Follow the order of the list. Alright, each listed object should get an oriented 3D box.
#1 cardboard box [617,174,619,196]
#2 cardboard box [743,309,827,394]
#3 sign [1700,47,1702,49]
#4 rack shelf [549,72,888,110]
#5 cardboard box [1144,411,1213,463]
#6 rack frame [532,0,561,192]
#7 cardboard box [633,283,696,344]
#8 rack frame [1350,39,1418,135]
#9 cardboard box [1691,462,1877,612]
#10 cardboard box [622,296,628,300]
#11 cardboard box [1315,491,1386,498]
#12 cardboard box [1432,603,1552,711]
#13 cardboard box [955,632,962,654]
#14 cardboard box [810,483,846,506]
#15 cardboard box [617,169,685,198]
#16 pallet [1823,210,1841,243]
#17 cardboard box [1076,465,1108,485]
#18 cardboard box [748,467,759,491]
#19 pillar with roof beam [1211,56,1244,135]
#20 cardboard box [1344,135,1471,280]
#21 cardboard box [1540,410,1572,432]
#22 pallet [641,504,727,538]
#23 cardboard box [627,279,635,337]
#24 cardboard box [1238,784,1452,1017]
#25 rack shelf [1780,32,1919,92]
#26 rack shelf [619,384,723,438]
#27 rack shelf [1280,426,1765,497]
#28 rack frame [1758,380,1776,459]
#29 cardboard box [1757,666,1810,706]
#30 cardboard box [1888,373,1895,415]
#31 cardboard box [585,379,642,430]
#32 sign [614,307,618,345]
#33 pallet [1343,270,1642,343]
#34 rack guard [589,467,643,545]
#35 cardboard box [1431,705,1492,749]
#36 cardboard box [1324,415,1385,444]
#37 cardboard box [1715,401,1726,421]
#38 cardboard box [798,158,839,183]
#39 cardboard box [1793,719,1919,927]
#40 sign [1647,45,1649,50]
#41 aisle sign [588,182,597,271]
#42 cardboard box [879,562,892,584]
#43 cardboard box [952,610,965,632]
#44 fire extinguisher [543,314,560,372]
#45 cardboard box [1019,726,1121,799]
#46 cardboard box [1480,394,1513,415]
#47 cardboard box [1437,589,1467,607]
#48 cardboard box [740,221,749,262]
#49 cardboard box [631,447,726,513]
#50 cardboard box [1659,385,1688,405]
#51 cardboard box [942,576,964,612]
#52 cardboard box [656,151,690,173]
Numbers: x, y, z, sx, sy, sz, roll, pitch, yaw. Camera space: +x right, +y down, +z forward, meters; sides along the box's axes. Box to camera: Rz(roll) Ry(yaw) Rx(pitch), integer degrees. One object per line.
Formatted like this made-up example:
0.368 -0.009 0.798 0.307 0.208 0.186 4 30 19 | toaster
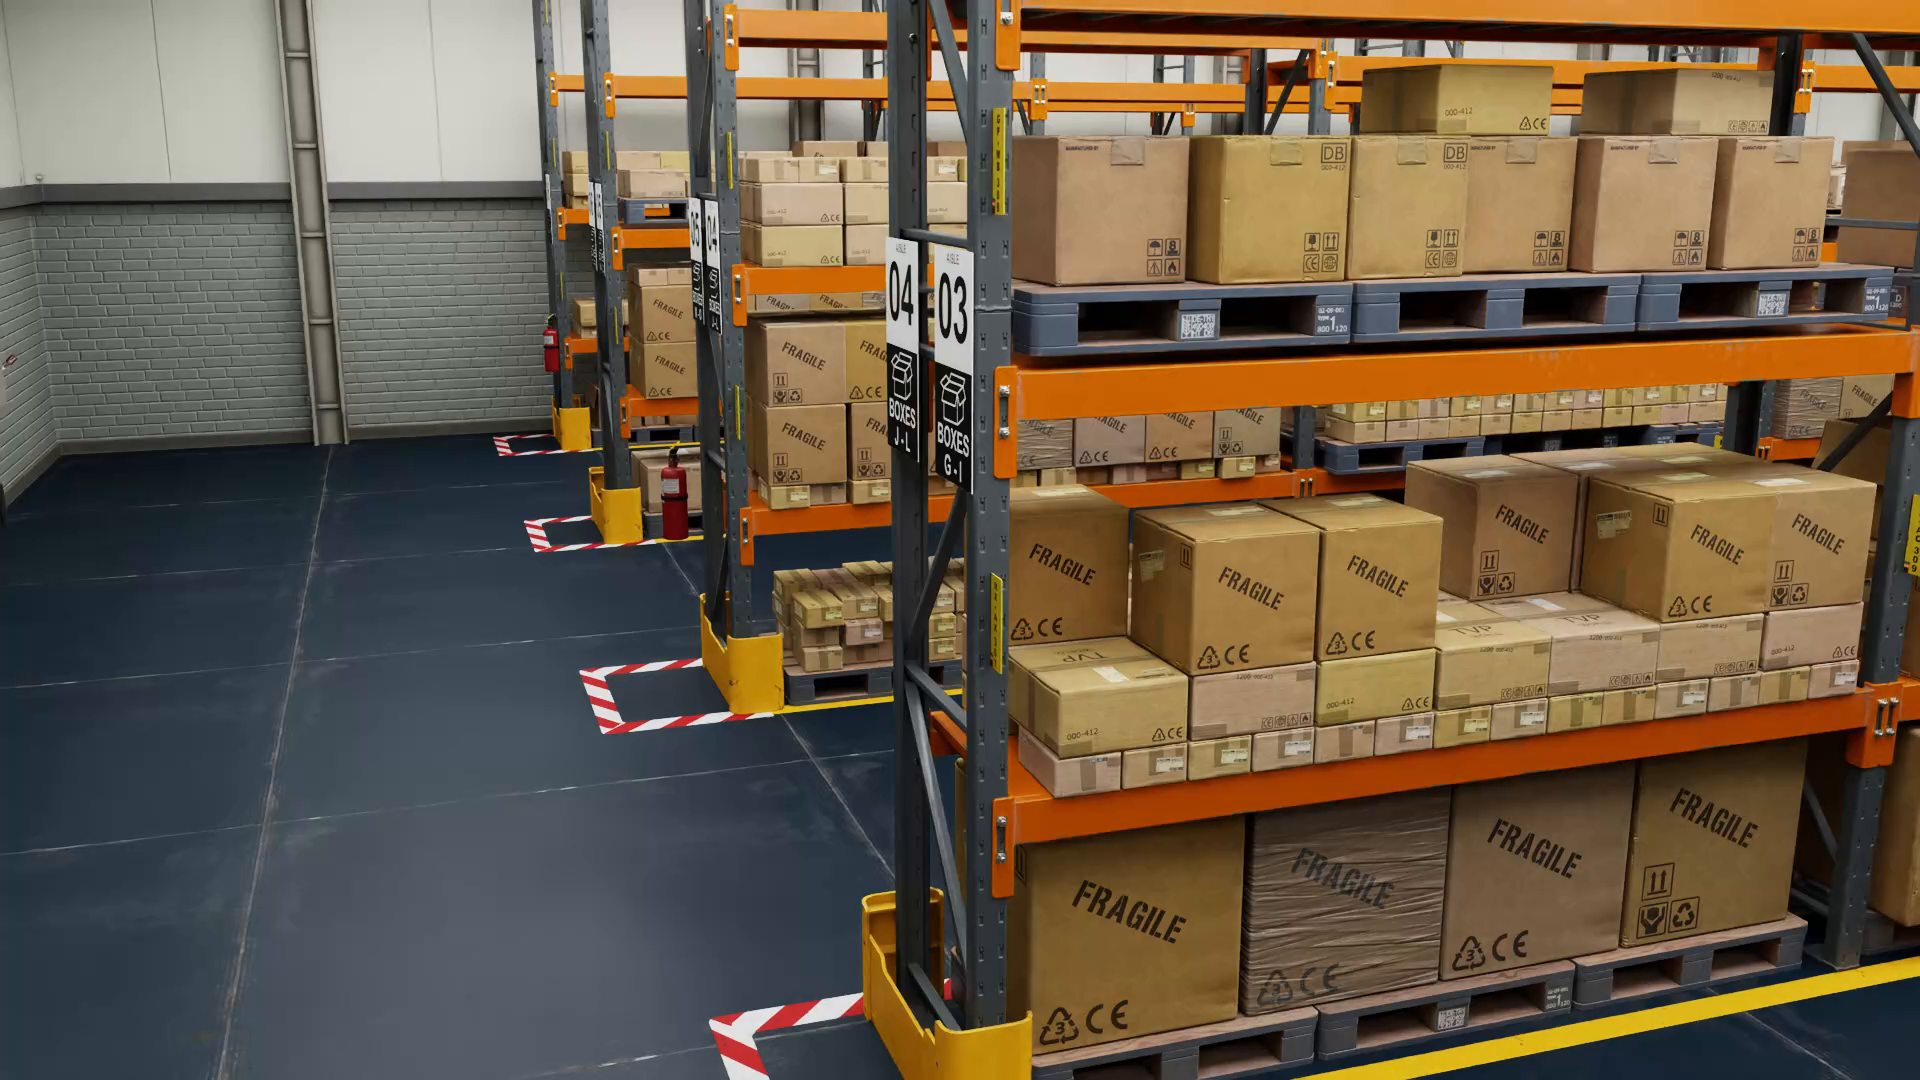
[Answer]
-3.814 -4.191 19.587 0.500 0.250 0.500 -4 14 -17 | cardboard box
-1.181 -1.247 10.990 0.500 0.500 0.500 -5 14 -19 | cardboard box
10.527 -7.117 23.537 0.005 0.325 0.100 -4 14 -18 | sign
-2.901 -5.360 19.898 4.000 0.370 1.077 -4 14 -18 | rack shelf
1.394 -0.831 11.404 0.500 0.500 0.500 -5 14 -20 | cardboard box
-4.797 -5.564 19.194 0.127 3.000 1.000 -4 14 -18 | rack frame
-2.665 -2.065 15.072 0.500 0.500 0.500 -5 14 -19 | cardboard box
4.372 -5.066 17.101 0.127 3.000 1.000 -4 14 -18 | rack frame
3.391 -0.023 6.923 0.500 0.500 0.500 -4 14 -16 | cardboard box
-3.957 -2.847 20.418 0.500 0.250 0.500 -4 14 -18 | cardboard box
2.881 -0.237 12.639 0.500 0.250 0.500 -5 14 -20 | cardboard box
1.952 0.453 6.545 0.500 0.250 0.500 -5 14 -19 | cardboard box
0.007 0.644 11.314 0.250 0.149 0.380 -4 14 -18 | cardboard box
-0.896 -0.336 10.724 0.250 0.149 0.380 -4 14 -16 | cardboard box
-2.813 -3.249 15.145 0.500 0.250 0.500 -6 15 -23 | cardboard box
6.640 -2.496 13.186 1.003 0.211 1.213 -4 14 -15 | pallet
0.819 -0.482 11.338 0.250 0.149 0.380 -5 14 -19 | cardboard box
-1.317 -0.442 11.171 0.250 0.149 0.380 -4 14 -18 | cardboard box
5.106 -5.504 18.943 0.400 9.000 9.100 -4 14 -18 | pillar with roof beam
1.472 -1.258 6.236 0.500 0.500 0.700 -5 14 -22 | cardboard box
4.251 -0.900 12.185 0.250 0.149 0.380 -5 14 -21 | cardboard box
-2.478 -0.276 15.956 1.213 0.211 1.003 -4 14 -18 | pallet
-2.829 -2.180 15.555 0.500 0.500 0.500 -4 14 -16 | cardboard box
1.394 1.314 6.927 0.875 0.875 0.875 -4 14 -18 | cardboard box
5.637 -2.200 7.472 4.000 0.370 1.077 -4 14 -18 | rack shelf
-1.315 -1.354 16.017 4.000 0.370 1.077 -4 14 -18 | rack shelf
4.151 -0.571 12.725 4.000 0.370 1.077 -4 14 -18 | rack shelf
6.046 -1.069 13.262 0.127 3.000 1.000 -4 14 -18 | rack frame
3.312 0.557 6.968 0.250 0.149 0.380 -4 14 -17 | cardboard box
7.517 -1.167 13.457 0.500 0.500 0.500 -4 14 -18 | cardboard box
-4.187 -1.659 20.231 0.637 0.503 0.797 -5 14 -20 | cardboard box
-3.039 -1.894 14.690 0.005 0.325 0.100 -4 14 -18 | sign
1.808 -0.947 6.460 1.213 0.211 1.003 -4 14 -18 | pallet
-3.233 -0.339 15.595 0.348 0.500 1.175 -4 14 -18 | rack guard
1.849 0.671 6.489 0.250 0.149 0.380 -5 14 -19 | cardboard box
2.775 -0.784 11.700 0.250 0.149 0.380 -5 14 -21 | cardboard box
5.725 -1.014 12.666 0.250 0.149 0.380 -4 14 -17 | cardboard box
-0.909 -2.291 10.299 0.250 0.149 0.380 -4 14 -16 | cardboard box
4.342 1.099 7.831 0.875 0.875 1.225 -4 14 -18 | cardboard box
10.196 -7.398 24.546 0.005 0.325 0.100 -4 14 -18 | sign
-3.377 -2.884 15.275 0.004 0.787 0.394 -4 14 -18 | aisle sign
-0.388 0.262 11.635 0.250 0.149 0.380 -5 14 -20 | cardboard box
0.023 0.496 11.293 0.250 0.149 0.380 -5 14 -21 | cardboard box
-4.789 -2.314 19.469 0.183 0.674 0.296 -4 14 -18 | fire extinguisher
0.392 0.785 6.010 0.250 0.149 0.380 -4 14 -17 | cardboard box
3.766 -1.007 11.995 0.250 0.149 0.380 -4 14 -16 | cardboard box
1.781 0.337 7.034 0.500 0.250 0.500 -4 14 -18 | cardboard box
-1.189 -1.956 10.835 0.500 0.250 0.500 -5 14 -19 | cardboard box
-2.617 -0.585 15.858 0.875 0.438 0.875 -5 14 -20 | cardboard box
5.222 -1.119 12.467 0.250 0.149 0.380 -4 14 -17 | cardboard box
0.046 0.358 11.229 0.250 0.149 0.380 -4 14 -16 | cardboard box
-3.337 -4.471 19.681 0.500 0.250 0.500 -5 14 -19 | cardboard box
